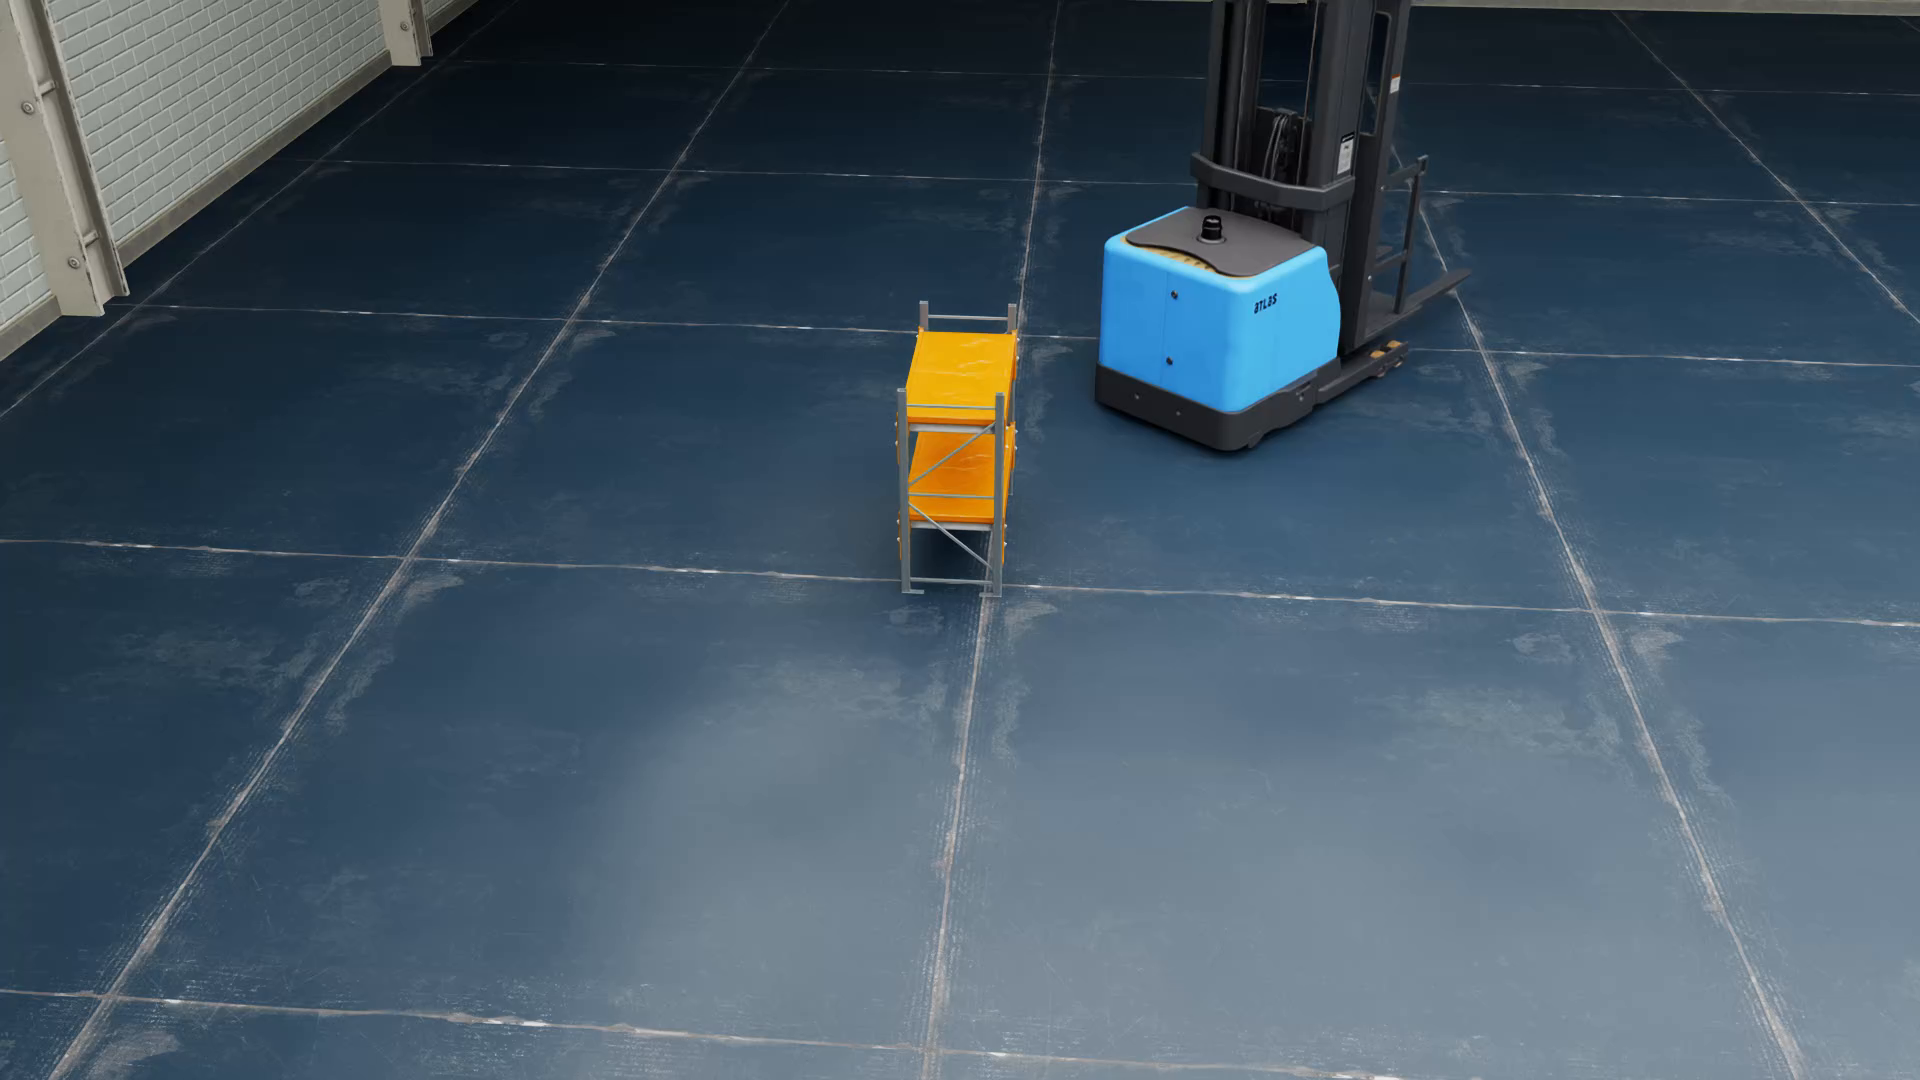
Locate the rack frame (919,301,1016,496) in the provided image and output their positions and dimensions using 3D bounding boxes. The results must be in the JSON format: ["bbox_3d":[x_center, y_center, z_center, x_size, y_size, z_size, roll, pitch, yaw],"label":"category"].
[{"bbox_3d":[0.041,-0.741,8.880,0.500,1.125,0.032,2,32,4],"label":"rack frame"}]

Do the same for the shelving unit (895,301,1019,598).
[{"bbox_3d":[-0.001,-0.475,8.449,0.538,1.125,1.048,2,32,4],"label":"shelving unit"}]

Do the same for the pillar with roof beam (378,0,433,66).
[{"bbox_3d":[-1.141,-8.400,13.804,9.100,9.000,0.400,2,32,4],"label":"pillar with roof beam"}]

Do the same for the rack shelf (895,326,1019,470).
[{"bbox_3d":[-0.001,-0.725,8.296,0.538,0.278,1.000,2,32,4],"label":"rack shelf"}]

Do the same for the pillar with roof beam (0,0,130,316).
[{"bbox_3d":[-1.630,-5.263,8.713,9.100,9.000,0.400,2,32,4],"label":"pillar with roof beam"}]

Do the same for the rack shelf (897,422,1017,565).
[{"bbox_3d":[-0.001,-0.267,8.577,0.538,0.278,1.000,2,32,4],"label":"rack shelf"}]

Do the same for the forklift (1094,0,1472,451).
[{"bbox_3d":[2.192,-2.433,9.904,1.130,2.935,3.031,27,40,36],"label":"forklift"}]

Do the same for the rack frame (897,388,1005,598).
[{"bbox_3d":[-0.042,-0.210,8.018,0.500,1.125,0.032,2,32,4],"label":"rack frame"}]
